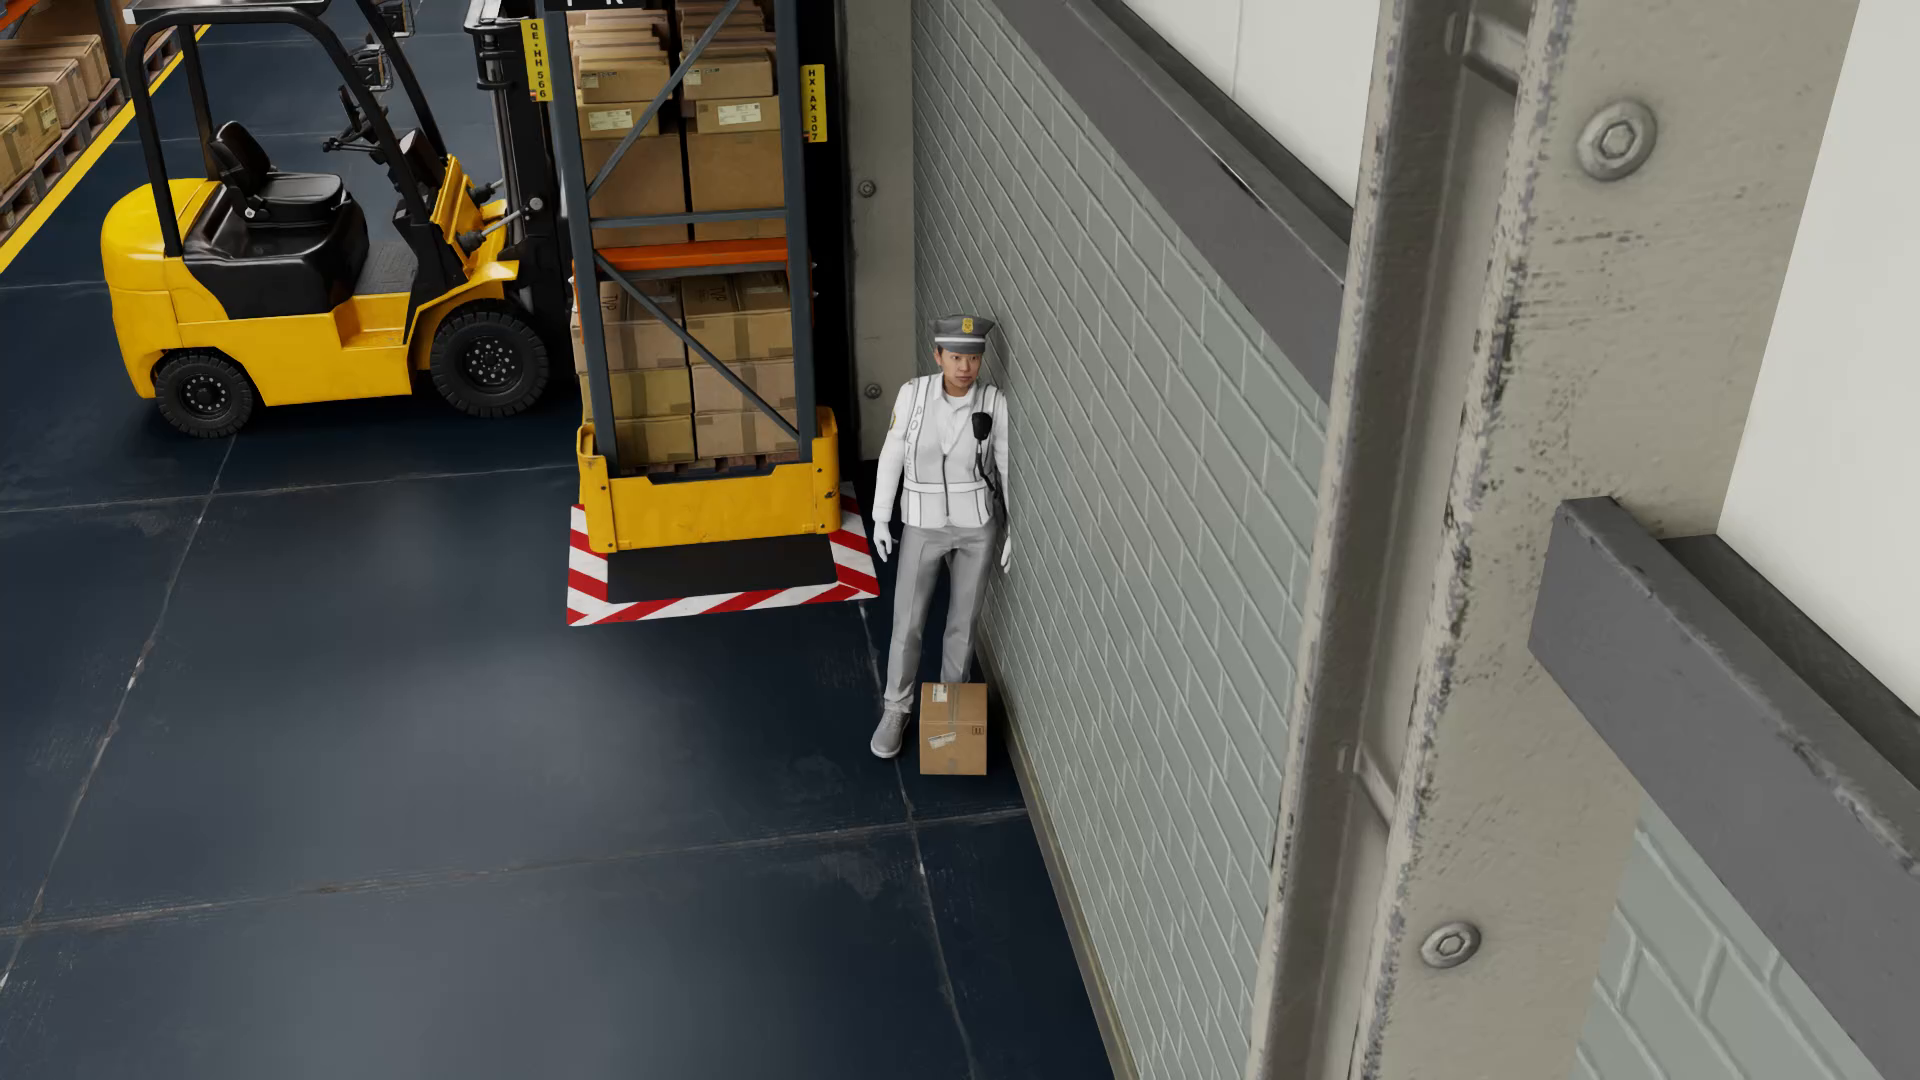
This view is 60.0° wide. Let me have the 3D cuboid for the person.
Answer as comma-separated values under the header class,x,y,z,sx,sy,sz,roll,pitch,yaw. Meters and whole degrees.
class,x,y,z,sx,sy,sz,roll,pitch,yaw
person,-0.042,-0.018,6.112,0.586,1.695,0.533,1,31,2
